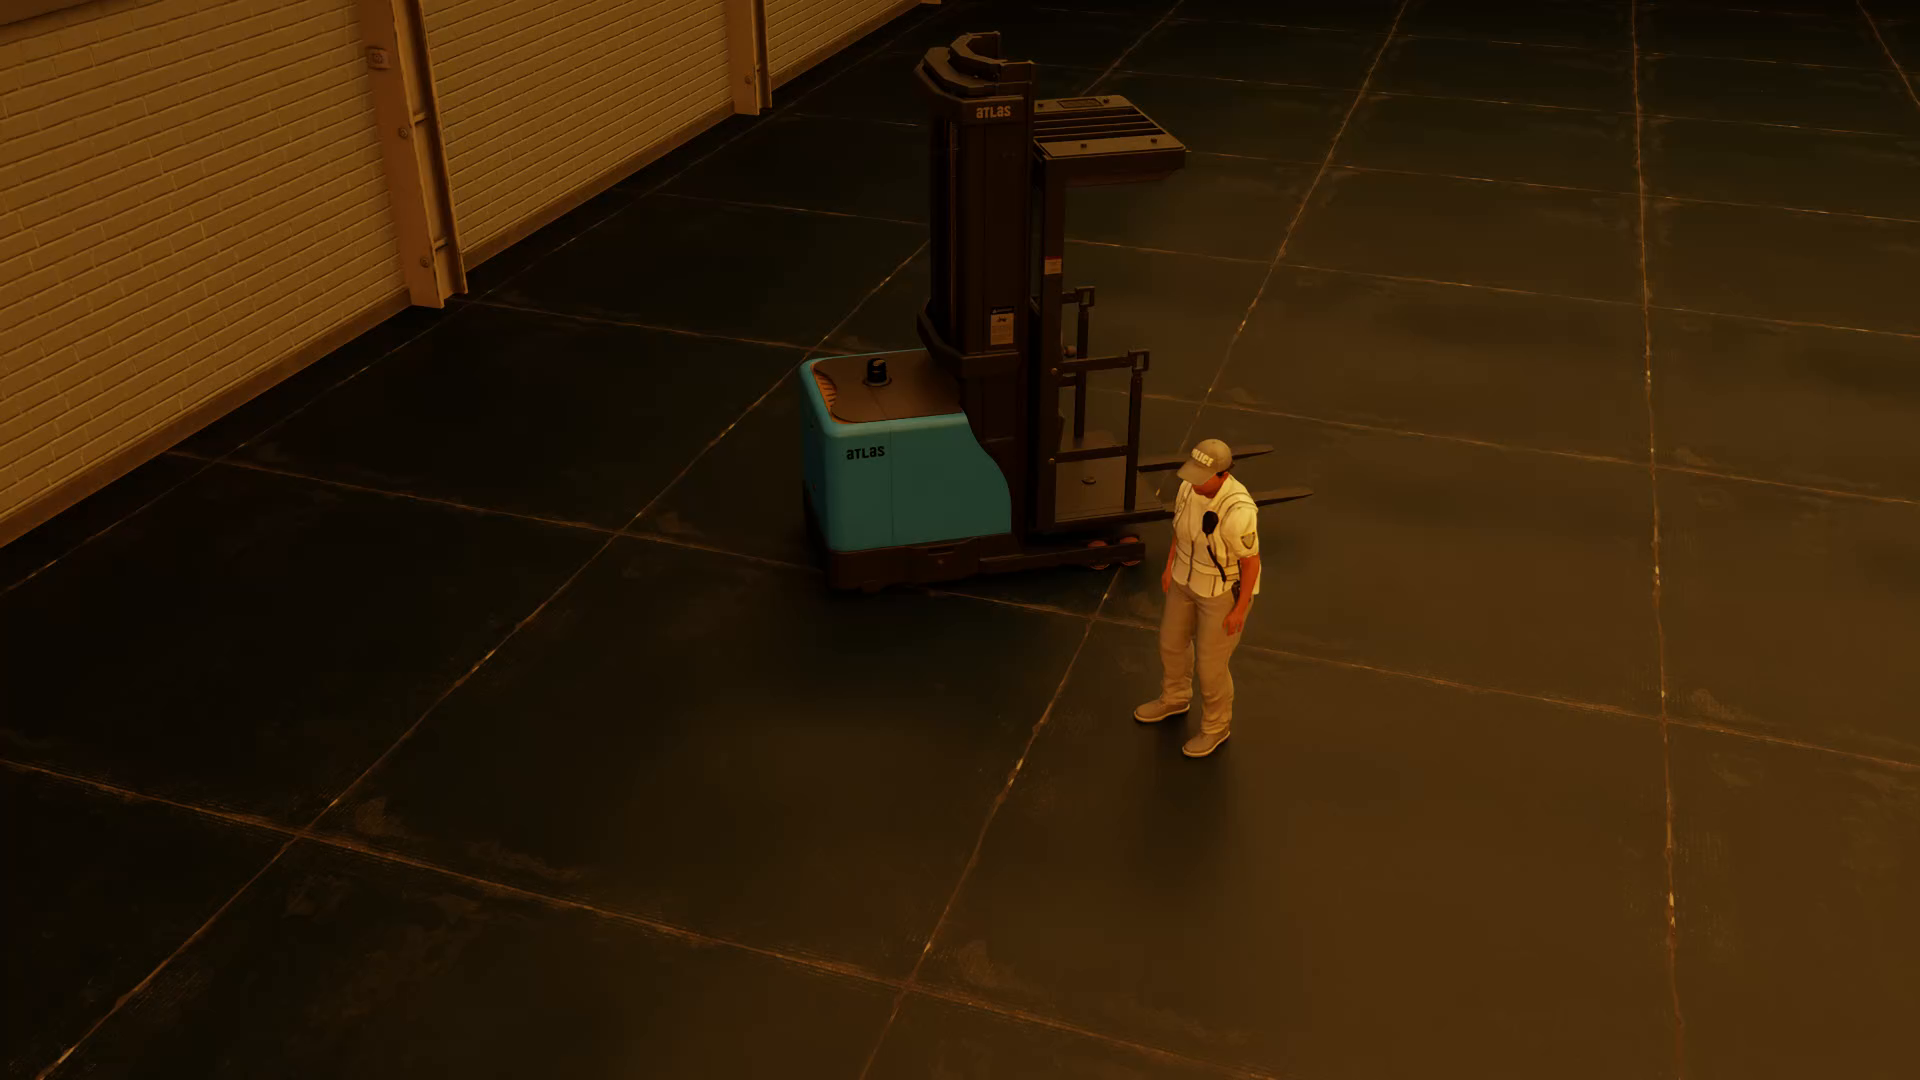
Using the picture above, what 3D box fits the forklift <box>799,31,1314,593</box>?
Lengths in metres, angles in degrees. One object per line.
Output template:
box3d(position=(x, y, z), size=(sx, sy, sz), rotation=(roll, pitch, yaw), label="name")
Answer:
box3d(position=(0.612, -1.347, 9.500), size=(3.031, 2.935, 1.130), rotation=(-7, 30, -12), label="forklift")

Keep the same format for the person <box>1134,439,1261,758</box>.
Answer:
box3d(position=(1.163, 0.243, 7.992), size=(0.470, 1.665, 0.564), rotation=(-20, 35, -31), label="person")
